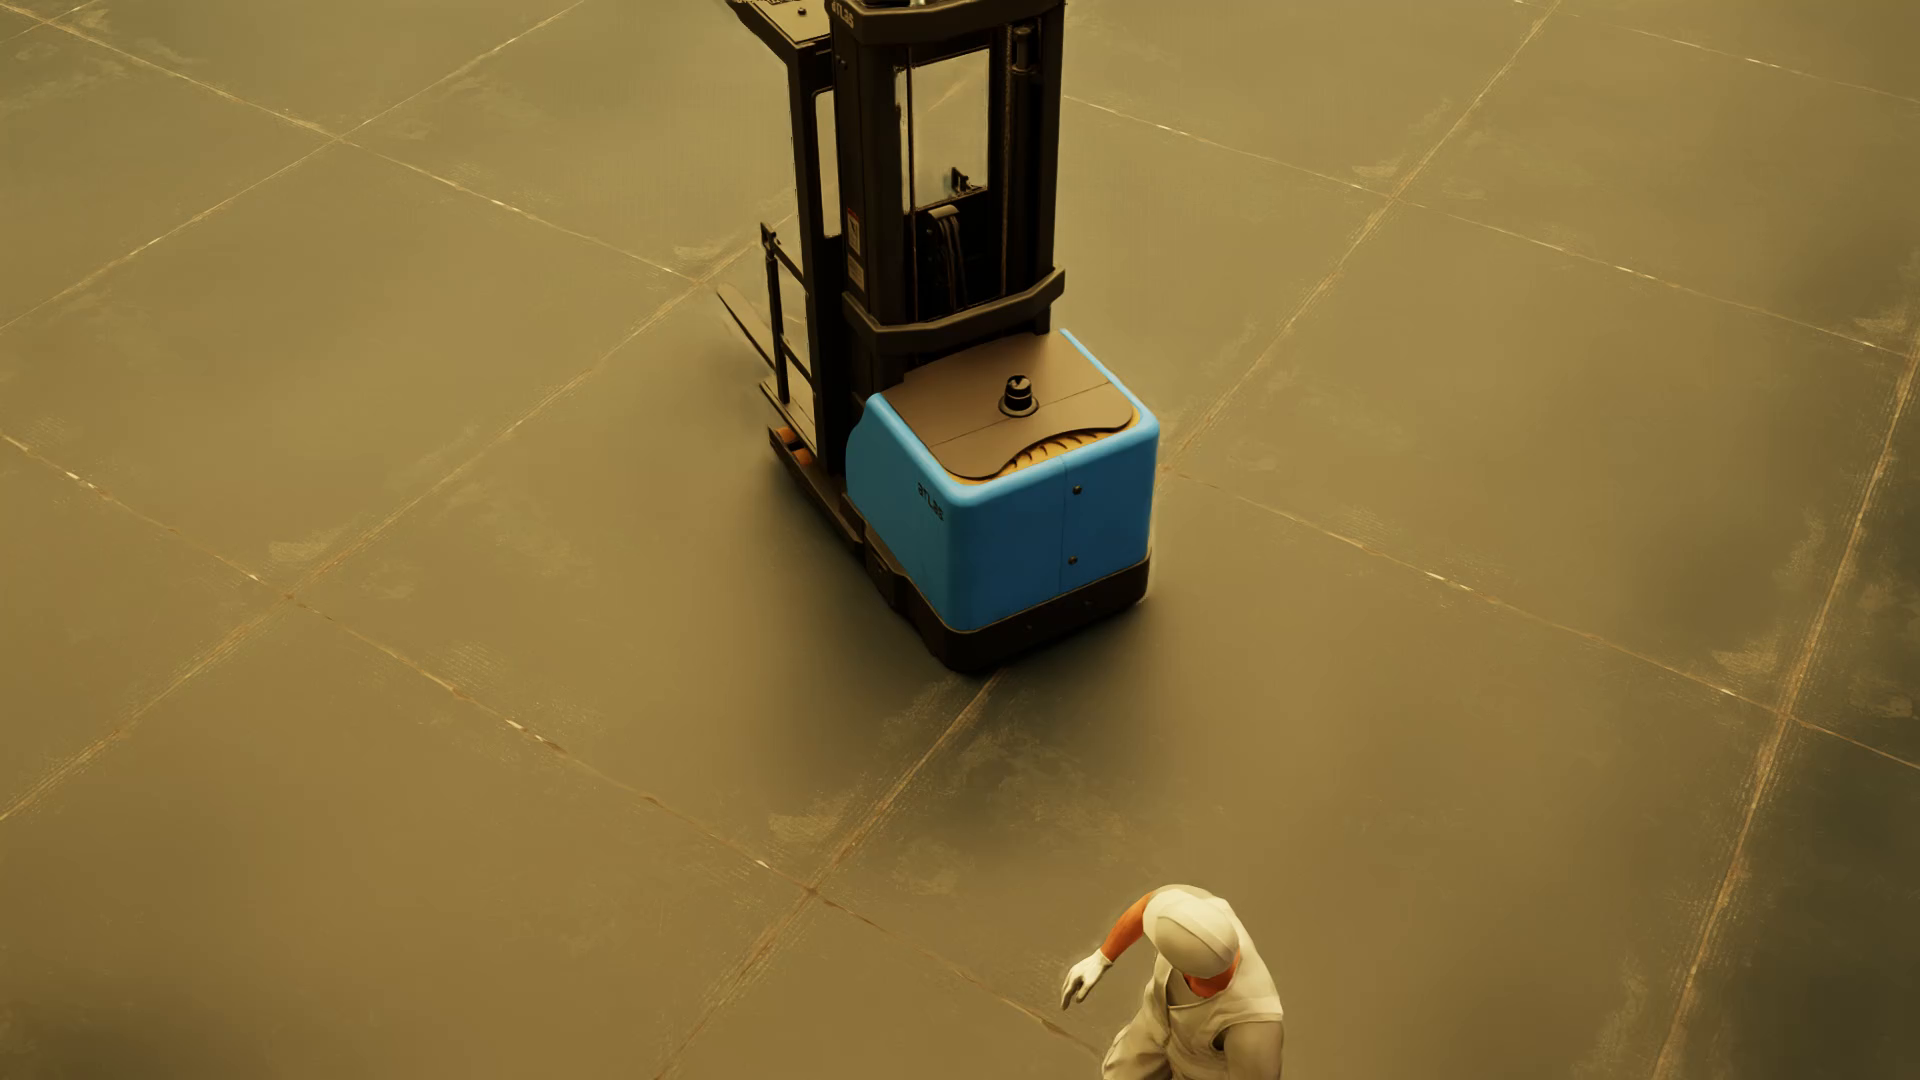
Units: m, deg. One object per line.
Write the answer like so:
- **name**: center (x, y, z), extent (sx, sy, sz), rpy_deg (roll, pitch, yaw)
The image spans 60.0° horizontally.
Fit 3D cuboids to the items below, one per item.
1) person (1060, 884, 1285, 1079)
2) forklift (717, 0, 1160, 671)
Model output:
- **person**: center (0.624, 1.627, 5.047), extent (0.675, 1.722, 0.784), rpy_deg (-25, 49, -24)
- **forklift**: center (-0.302, -1.497, 7.427), extent (1.130, 2.935, 3.031), rpy_deg (-21, 47, -21)
